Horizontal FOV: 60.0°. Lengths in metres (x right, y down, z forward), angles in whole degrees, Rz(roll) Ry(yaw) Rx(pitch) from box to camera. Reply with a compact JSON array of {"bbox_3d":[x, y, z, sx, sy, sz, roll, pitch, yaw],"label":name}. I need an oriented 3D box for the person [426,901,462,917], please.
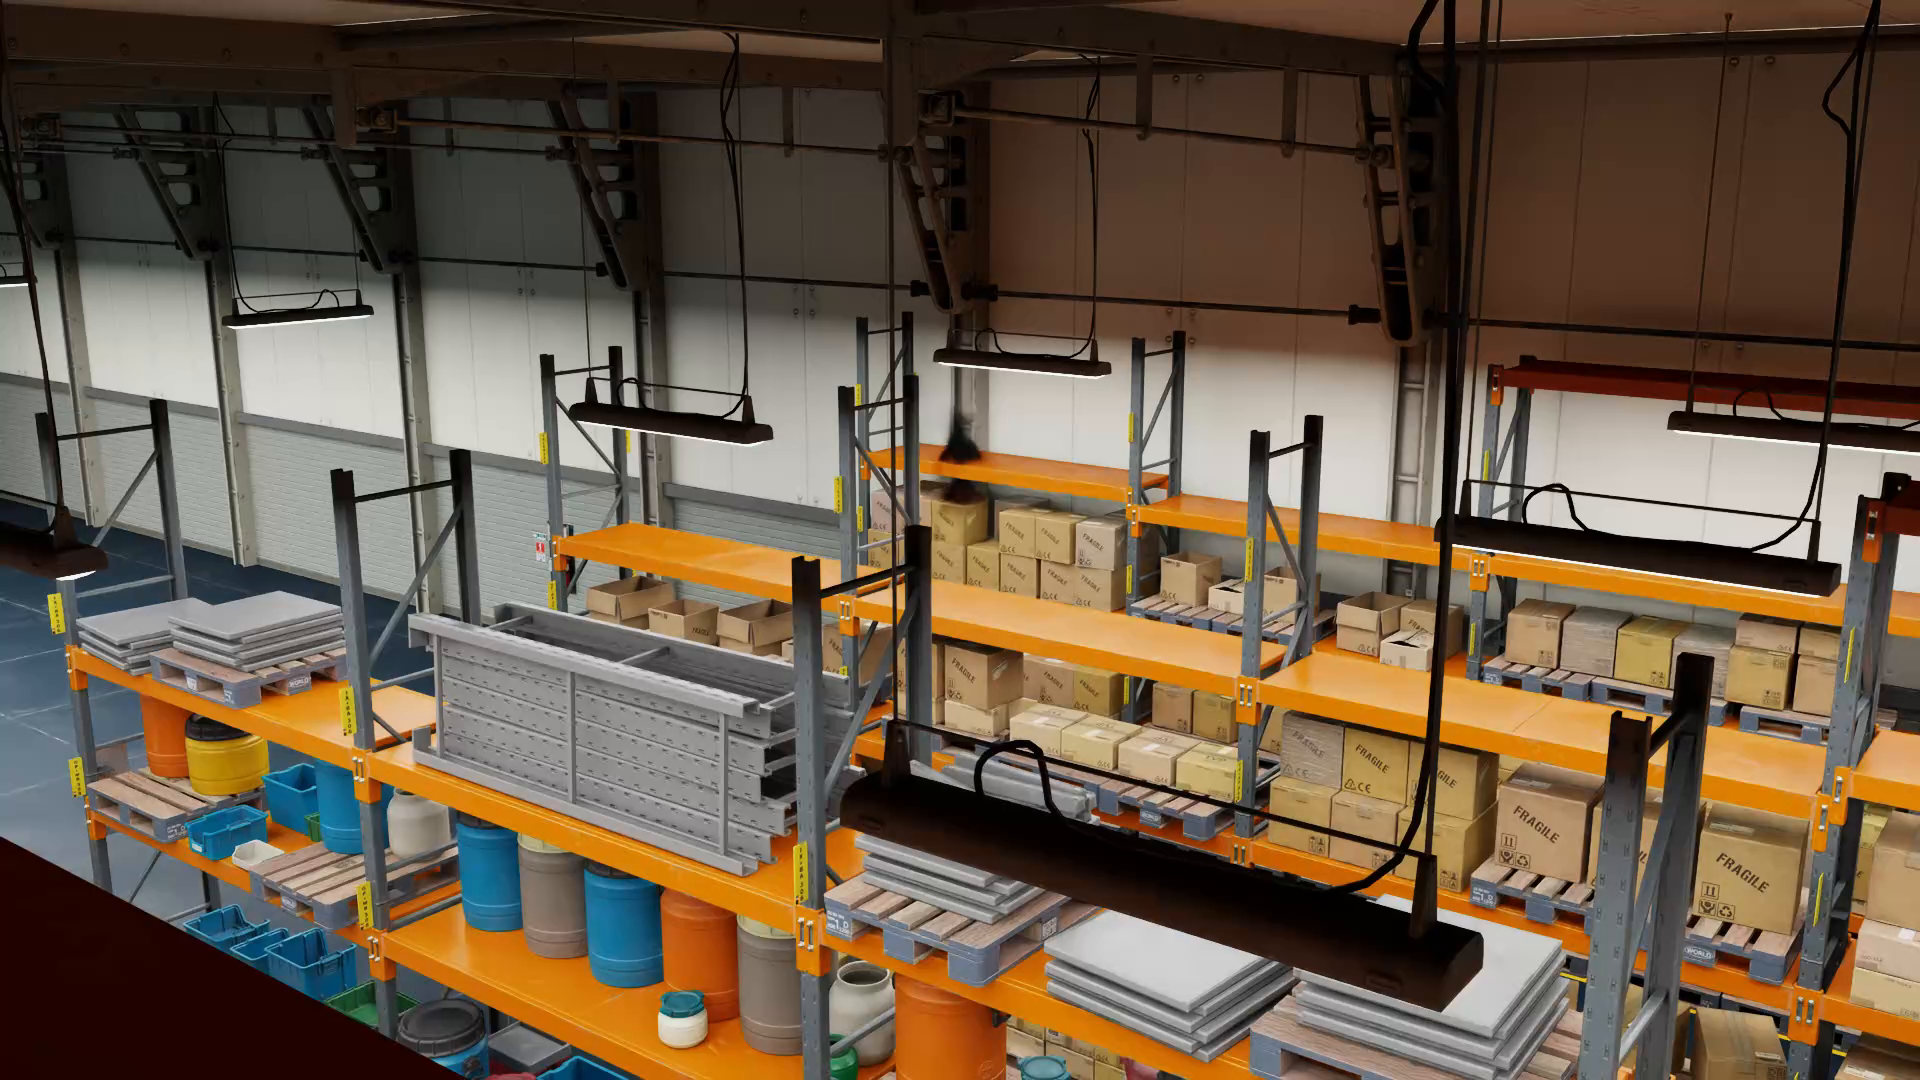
[{"bbox_3d":[-5.212,3.493,16.903,0.598,1.523,0.806,8,15,31],"label":"person"}]
